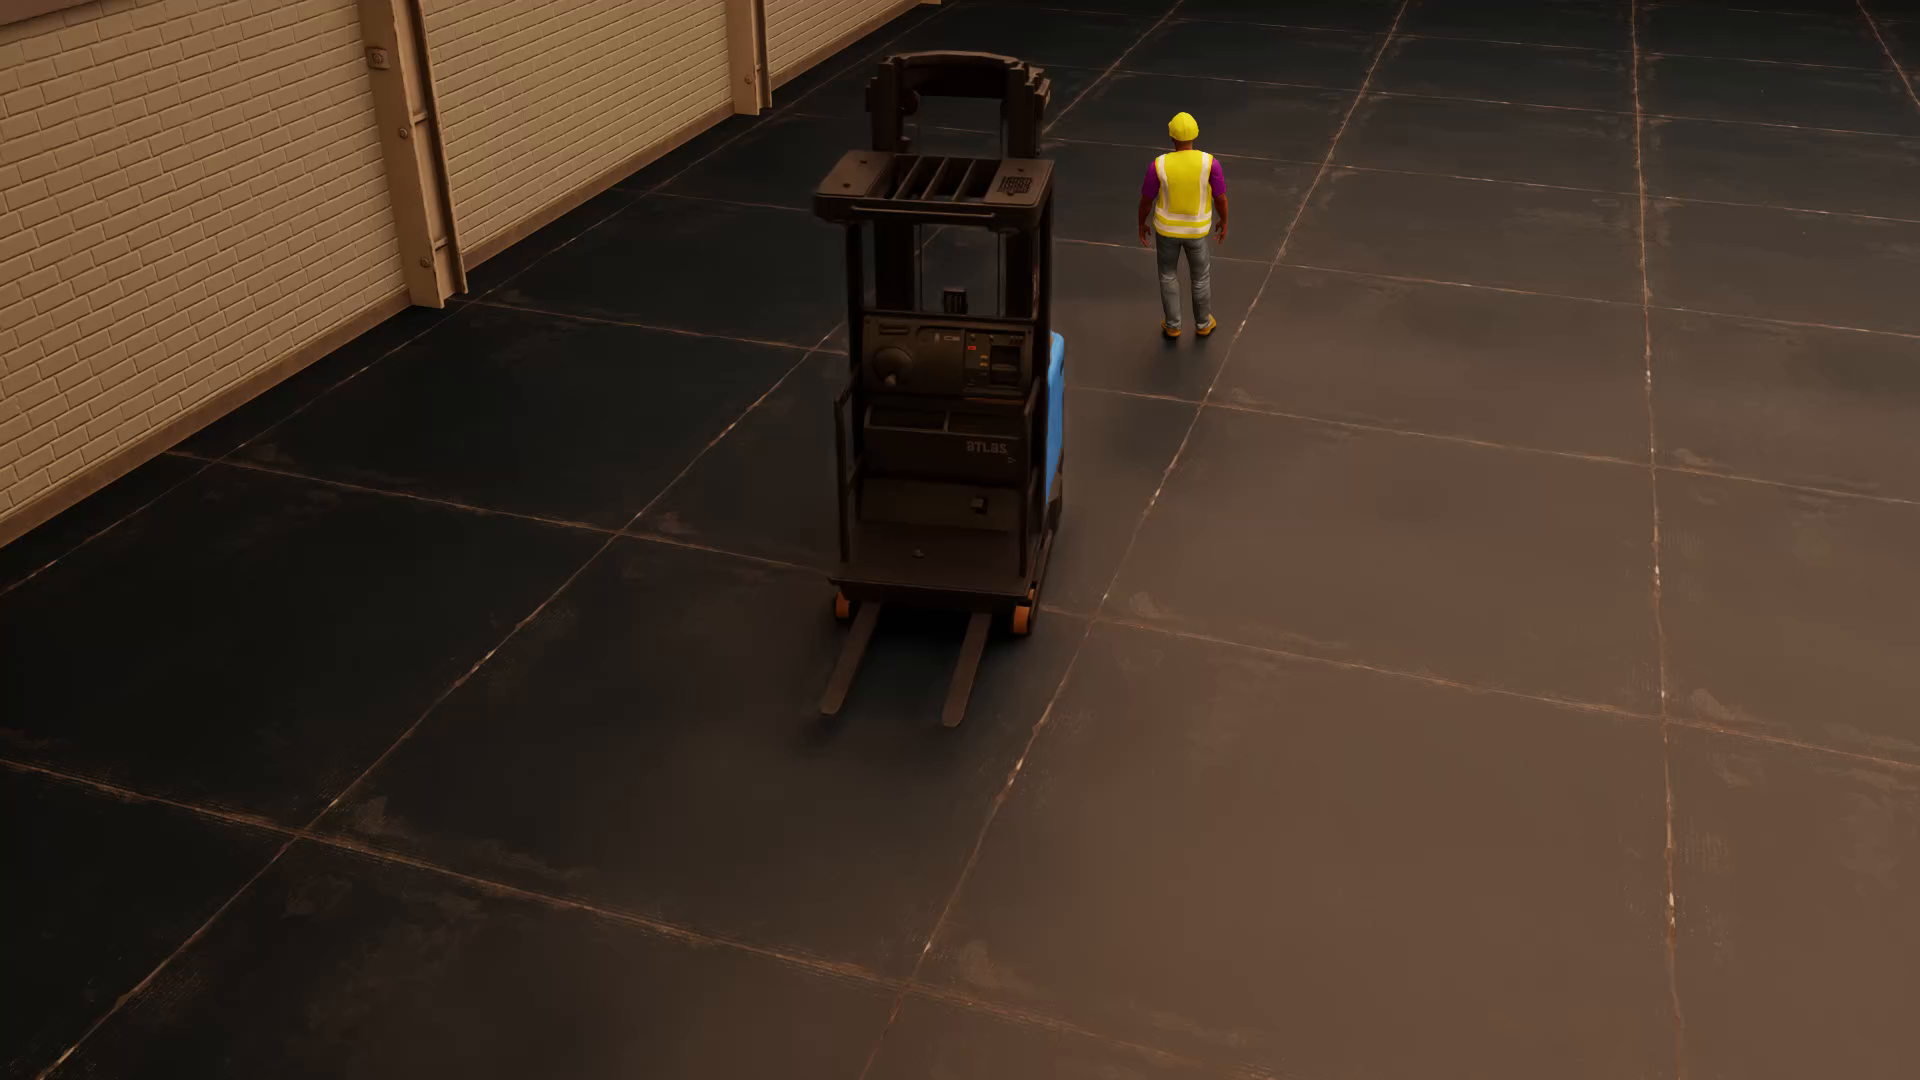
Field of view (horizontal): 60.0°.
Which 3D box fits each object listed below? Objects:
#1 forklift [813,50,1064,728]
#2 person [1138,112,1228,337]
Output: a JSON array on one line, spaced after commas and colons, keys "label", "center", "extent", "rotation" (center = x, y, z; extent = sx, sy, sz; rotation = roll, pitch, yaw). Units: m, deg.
[{"label": "forklift", "center": [-0.102, -0.939, 8.784], "extent": [1.130, 2.935, 3.031], "rotation": [5, 30, 8]}, {"label": "person", "center": [1.663, -2.356, 12.430], "extent": [0.665, 1.762, 0.588], "rotation": [3, 30, 5]}]
